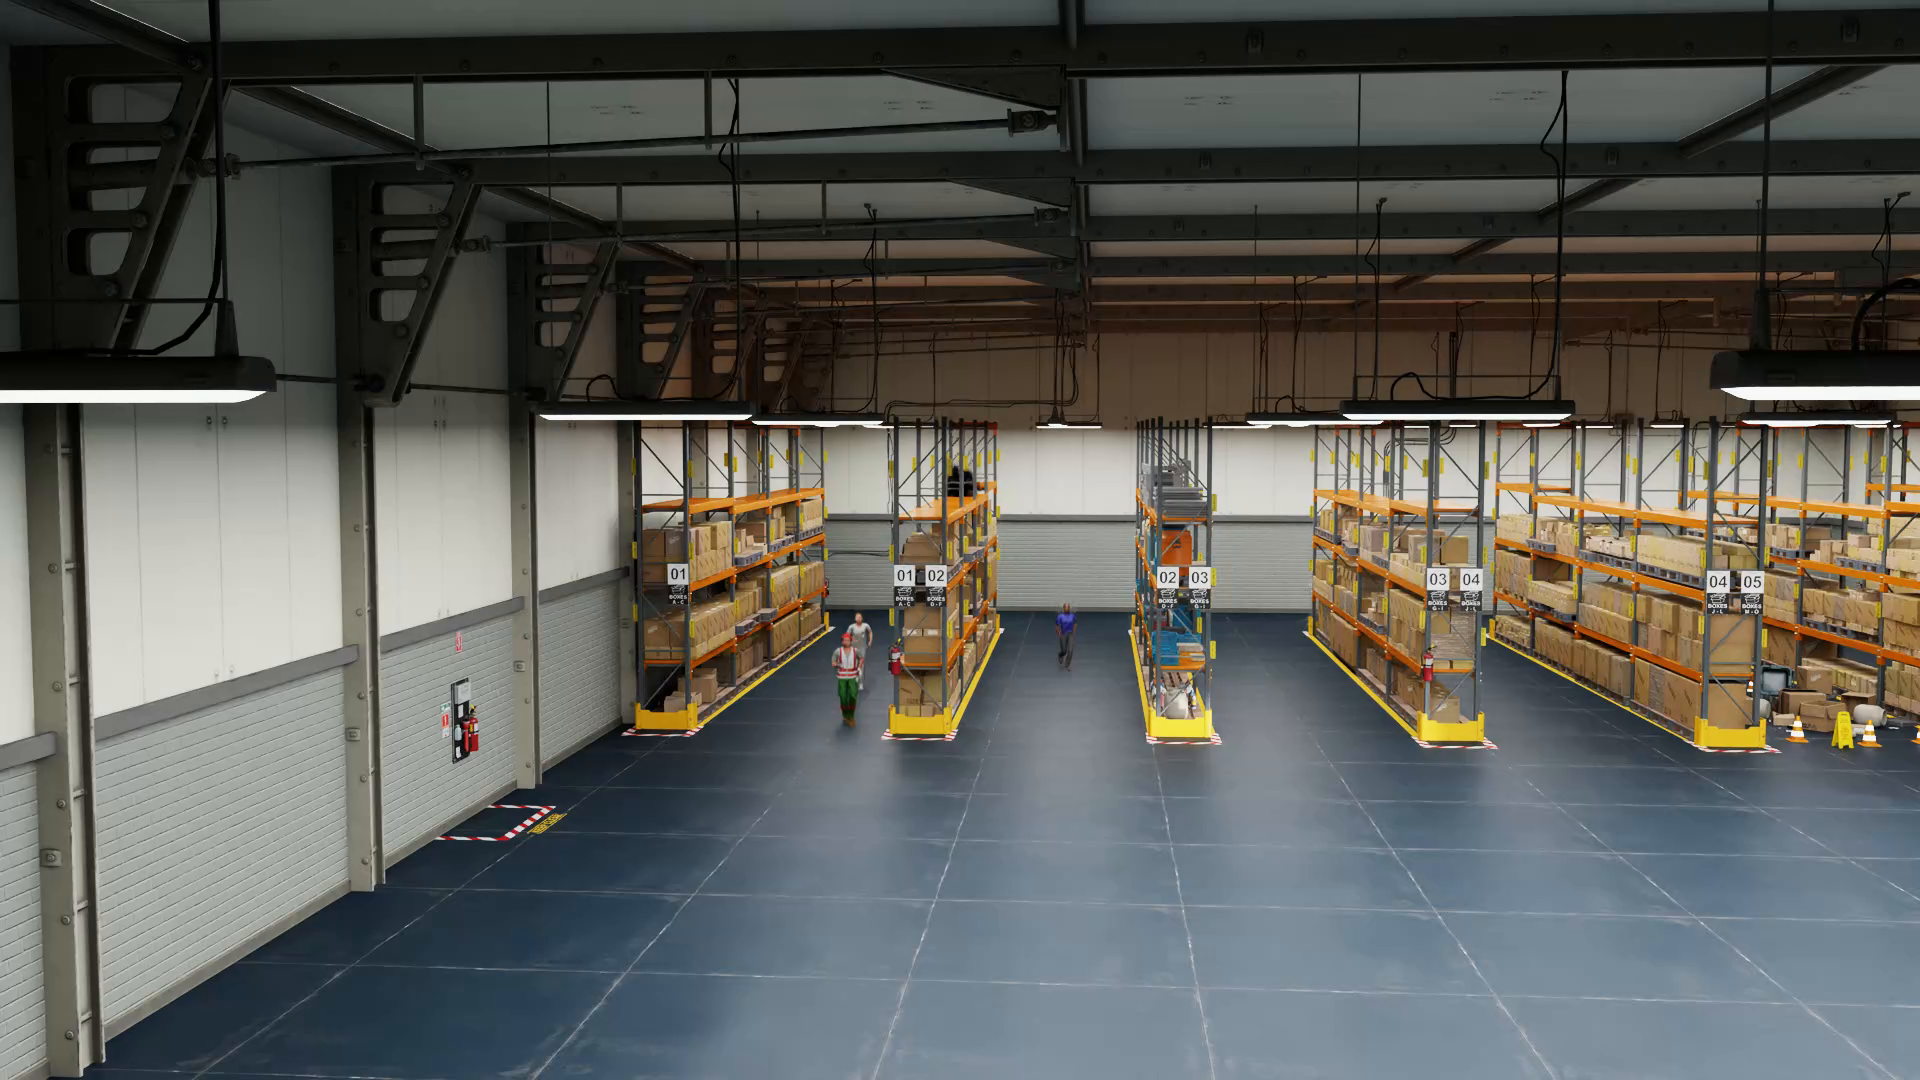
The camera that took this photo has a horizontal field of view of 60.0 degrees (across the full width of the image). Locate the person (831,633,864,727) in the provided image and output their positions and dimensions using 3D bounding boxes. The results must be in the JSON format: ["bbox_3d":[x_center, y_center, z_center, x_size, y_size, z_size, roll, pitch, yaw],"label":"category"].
[{"bbox_3d":[-2.184,2.724,32.314,0.631,1.823,0.694,0,4,-3],"label":"person"}]

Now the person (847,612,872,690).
[{"bbox_3d":[-2.257,2.454,37.221,0.582,1.697,0.853,0,4,-3],"label":"person"}]

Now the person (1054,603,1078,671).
[{"bbox_3d":[2.556,2.319,39.942,0.575,1.616,0.589,-1,4,-11],"label":"person"}]
